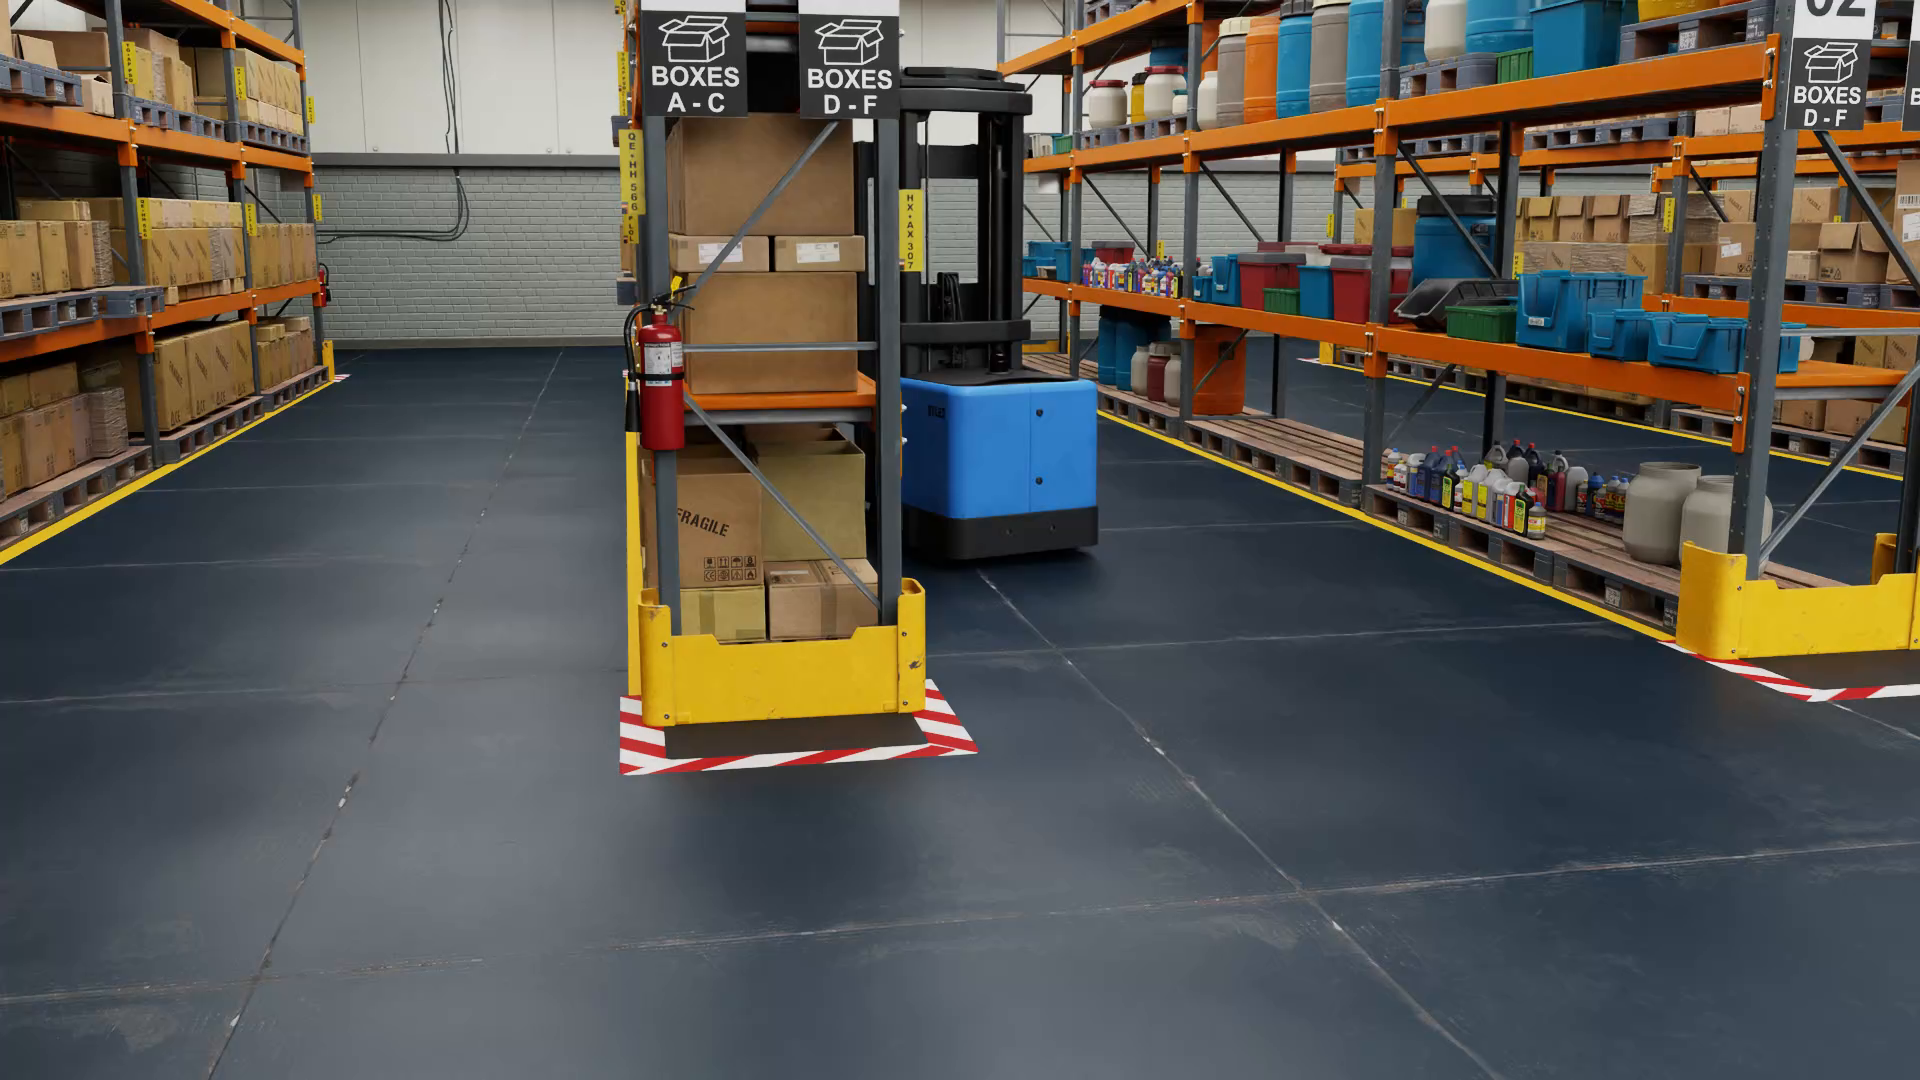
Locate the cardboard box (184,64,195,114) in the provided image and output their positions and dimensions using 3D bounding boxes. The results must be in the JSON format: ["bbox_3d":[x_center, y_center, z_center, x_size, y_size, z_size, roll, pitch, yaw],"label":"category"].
[{"bbox_3d":[-7.874,-4.367,16.151,0.700,0.500,0.500,-3,11,-14],"label":"cardboard box"}]

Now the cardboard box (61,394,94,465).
[{"bbox_3d":[-6.983,-0.819,12.487,0.700,0.500,0.500,-2,11,-11],"label":"cardboard box"}]

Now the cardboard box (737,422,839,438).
[{"bbox_3d":[-0.921,-0.379,8.890,0.500,0.500,0.500,-2,11,-11],"label":"cardboard box"}]

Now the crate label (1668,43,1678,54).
[{"bbox_3d":[4.074,-2.709,9.281,0.502,0.251,0.408,-2,11,-11],"label":"crate label"}]

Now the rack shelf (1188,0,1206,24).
[{"bbox_3d":[2.947,-4.451,13.006,1.077,0.370,4.000,-2,11,-11],"label":"rack shelf"}]

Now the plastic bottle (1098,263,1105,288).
[{"bbox_3d":[1.563,-2.902,18.267,0.097,0.271,0.097,0,11,0],"label":"plastic bottle"}]

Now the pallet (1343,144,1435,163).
[{"bbox_3d":[6.015,-5.362,23.059,1.003,0.211,1.213,-2,11,-11],"label":"pallet"}]

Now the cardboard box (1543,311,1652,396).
[{"bbox_3d":[7.137,-2.054,18.024,1.225,0.875,0.875,-2,11,-11],"label":"cardboard box"}]

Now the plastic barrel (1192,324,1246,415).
[{"bbox_3d":[2.446,-1.649,16.021,0.600,0.830,0.708,-2,11,-11],"label":"plastic barrel"}]

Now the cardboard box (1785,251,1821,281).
[{"bbox_3d":[7.517,-2.417,14.651,0.500,0.250,0.500,-2,11,-13],"label":"cardboard box"}]

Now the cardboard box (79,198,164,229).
[{"bbox_3d":[-7.001,-2.731,13.902,0.500,0.250,0.500,-2,11,-10],"label":"cardboard box"}]

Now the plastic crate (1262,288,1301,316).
[{"bbox_3d":[2.720,-1.892,13.179,0.450,0.188,0.662,-2,11,-11],"label":"plastic crate"}]

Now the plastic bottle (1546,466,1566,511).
[{"bbox_3d":[3.768,-0.332,10.508,0.061,0.283,0.133,-2,11,-11],"label":"plastic bottle"}]

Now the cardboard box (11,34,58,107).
[{"bbox_3d":[-6.999,-3.353,11.938,0.797,0.503,0.637,-1,11,-3],"label":"cardboard box"}]

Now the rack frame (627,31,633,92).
[{"bbox_3d":[-2.301,-5.188,13.886,1.000,3.000,0.127,-2,11,-11],"label":"rack frame"}]

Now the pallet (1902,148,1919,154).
[{"bbox_3d":[11.744,-4.570,19.163,1.213,0.211,1.003,-2,11,-11],"label":"pallet"}]

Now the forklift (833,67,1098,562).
[{"bbox_3d":[-0.305,-1.543,10.965,1.130,2.935,3.031,-6,12,-28],"label":"forklift"}]

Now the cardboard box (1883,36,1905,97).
[{"bbox_3d":[8.016,-3.860,13.531,0.797,0.503,0.637,-2,11,-9],"label":"cardboard box"}]

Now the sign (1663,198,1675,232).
[{"bbox_3d":[6.873,-3.148,16.118,0.100,0.325,0.005,-2,11,-11],"label":"sign"}]

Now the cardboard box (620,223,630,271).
[{"bbox_3d":[-3.207,-3.135,17.753,0.700,0.500,0.500,-6,12,-30],"label":"cardboard box"}]

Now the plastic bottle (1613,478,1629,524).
[{"bbox_3d":[4.000,-0.235,10.031,0.097,0.271,0.097,0,11,0],"label":"plastic bottle"}]

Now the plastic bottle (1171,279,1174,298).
[{"bbox_3d":[2.056,-2.403,15.831,0.097,0.201,0.097,0,11,0],"label":"plastic bottle"}]

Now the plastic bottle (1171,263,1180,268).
[{"bbox_3d":[2.343,-2.873,18.099,0.152,0.276,0.135,-2,11,-11],"label":"plastic bottle"}]

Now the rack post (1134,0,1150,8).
[{"bbox_3d":[2.299,-5.489,16.803,0.937,0.300,0.954,-1,11,-5],"label":"rack post"}]

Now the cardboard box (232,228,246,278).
[{"bbox_3d":[-7.601,-2.923,16.915,0.500,0.500,0.500,-2,11,-12],"label":"cardboard box"}]

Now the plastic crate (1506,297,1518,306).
[{"bbox_3d":[3.818,-1.420,10.534,0.499,0.251,0.616,-2,11,-11],"label":"plastic crate"}]

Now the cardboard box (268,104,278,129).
[{"bbox_3d":[-8.006,-4.773,18.739,0.500,0.250,0.500,-2,11,-13],"label":"cardboard box"}]

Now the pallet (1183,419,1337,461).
[{"bbox_3d":[2.671,-0.907,14.896,1.003,0.211,1.213,-2,11,-11],"label":"pallet"}]

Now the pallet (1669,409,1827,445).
[{"bbox_3d":[7.567,-1.087,15.843,1.003,0.211,1.213,-2,11,-11],"label":"pallet"}]

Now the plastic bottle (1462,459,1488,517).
[{"bbox_3d":[3.205,-0.326,10.293,0.144,0.351,0.185,-2,11,-11],"label":"plastic bottle"}]

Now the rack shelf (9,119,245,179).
[{"bbox_3d":[-7.549,-3.547,15.210,1.077,0.370,4.000,-2,11,-11],"label":"rack shelf"}]

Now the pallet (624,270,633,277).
[{"bbox_3d":[-3.031,-2.729,17.528,1.003,0.211,1.213,-2,11,-11],"label":"pallet"}]

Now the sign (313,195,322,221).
[{"bbox_3d":[-8.181,-4.229,21.165,0.100,0.325,0.005,-2,11,-11],"label":"sign"}]

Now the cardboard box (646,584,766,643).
[{"bbox_3d":[-1.140,0.283,7.416,0.500,0.250,0.500,-2,11,-11],"label":"cardboard box"}]

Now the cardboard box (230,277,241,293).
[{"bbox_3d":[-7.522,-2.583,16.862,0.380,0.149,0.250,-2,11,-10],"label":"cardboard box"}]

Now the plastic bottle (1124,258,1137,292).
[{"bbox_3d":[1.787,-2.753,17.271,0.144,0.351,0.185,-2,11,-11],"label":"plastic bottle"}]

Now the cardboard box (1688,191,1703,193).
[{"bbox_3d":[10.677,-4.731,23.796,0.500,0.500,0.500,-2,11,-9],"label":"cardboard box"}]

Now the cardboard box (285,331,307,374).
[{"bbox_3d":[-8.384,-2.289,20.262,0.700,0.500,0.500,-2,11,-11],"label":"cardboard box"}]

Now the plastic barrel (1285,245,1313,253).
[{"bbox_3d":[2.968,-2.294,14.428,0.421,0.512,0.421,0,11,0],"label":"plastic barrel"}]

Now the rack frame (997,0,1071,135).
[{"bbox_3d":[1.002,-6.834,22.537,1.000,3.000,0.127,-2,11,-11],"label":"rack frame"}]

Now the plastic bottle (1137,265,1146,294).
[{"bbox_3d":[1.839,-2.631,16.810,0.061,0.283,0.133,-2,11,-11],"label":"plastic bottle"}]

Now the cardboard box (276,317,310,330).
[{"bbox_3d":[-8.278,-2.682,20.595,0.380,0.149,0.250,-2,11,-12],"label":"cardboard box"}]

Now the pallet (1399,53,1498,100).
[{"bbox_3d":[3.572,-2.938,10.595,1.213,0.211,1.003,-2,11,-11],"label":"pallet"}]

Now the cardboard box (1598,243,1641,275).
[{"bbox_3d":[6.986,-2.823,17.236,0.500,0.500,0.500,-2,11,-12],"label":"cardboard box"}]

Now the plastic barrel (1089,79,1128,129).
[{"bbox_3d":[1.637,-4.795,18.356,0.433,0.535,0.433,0,11,0],"label":"plastic barrel"}]

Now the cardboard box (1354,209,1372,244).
[{"bbox_3d":[5.786,-4.319,22.965,0.500,0.500,0.500,-2,11,-12],"label":"cardboard box"}]

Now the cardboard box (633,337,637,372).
[{"bbox_3d":[-3.469,-2.057,18.988,0.500,0.500,0.500,-2,11,-11],"label":"cardboard box"}]

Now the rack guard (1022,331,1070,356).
[{"bbox_3d":[0.985,-2.663,23.352,1.175,0.500,0.348,-2,11,-11],"label":"rack guard"}]

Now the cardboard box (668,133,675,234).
[{"bbox_3d":[-1.138,-1.836,8.584,0.700,0.500,0.500,-2,11,-11],"label":"cardboard box"}]

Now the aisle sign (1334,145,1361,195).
[{"bbox_3d":[5.552,-5.347,23.813,0.394,0.787,0.004,-2,11,-11],"label":"aisle sign"}]

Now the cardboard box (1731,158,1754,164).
[{"bbox_3d":[10.883,-5.252,22.645,0.500,0.250,0.500,-2,11,-11],"label":"cardboard box"}]

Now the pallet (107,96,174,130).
[{"bbox_3d":[-7.337,-3.557,13.844,1.213,0.211,1.003,-2,11,-8],"label":"pallet"}]

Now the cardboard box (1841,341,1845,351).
[{"bbox_3d":[11.629,-2.569,21.877,0.380,0.149,0.250,-2,11,-11],"label":"cardboard box"}]
